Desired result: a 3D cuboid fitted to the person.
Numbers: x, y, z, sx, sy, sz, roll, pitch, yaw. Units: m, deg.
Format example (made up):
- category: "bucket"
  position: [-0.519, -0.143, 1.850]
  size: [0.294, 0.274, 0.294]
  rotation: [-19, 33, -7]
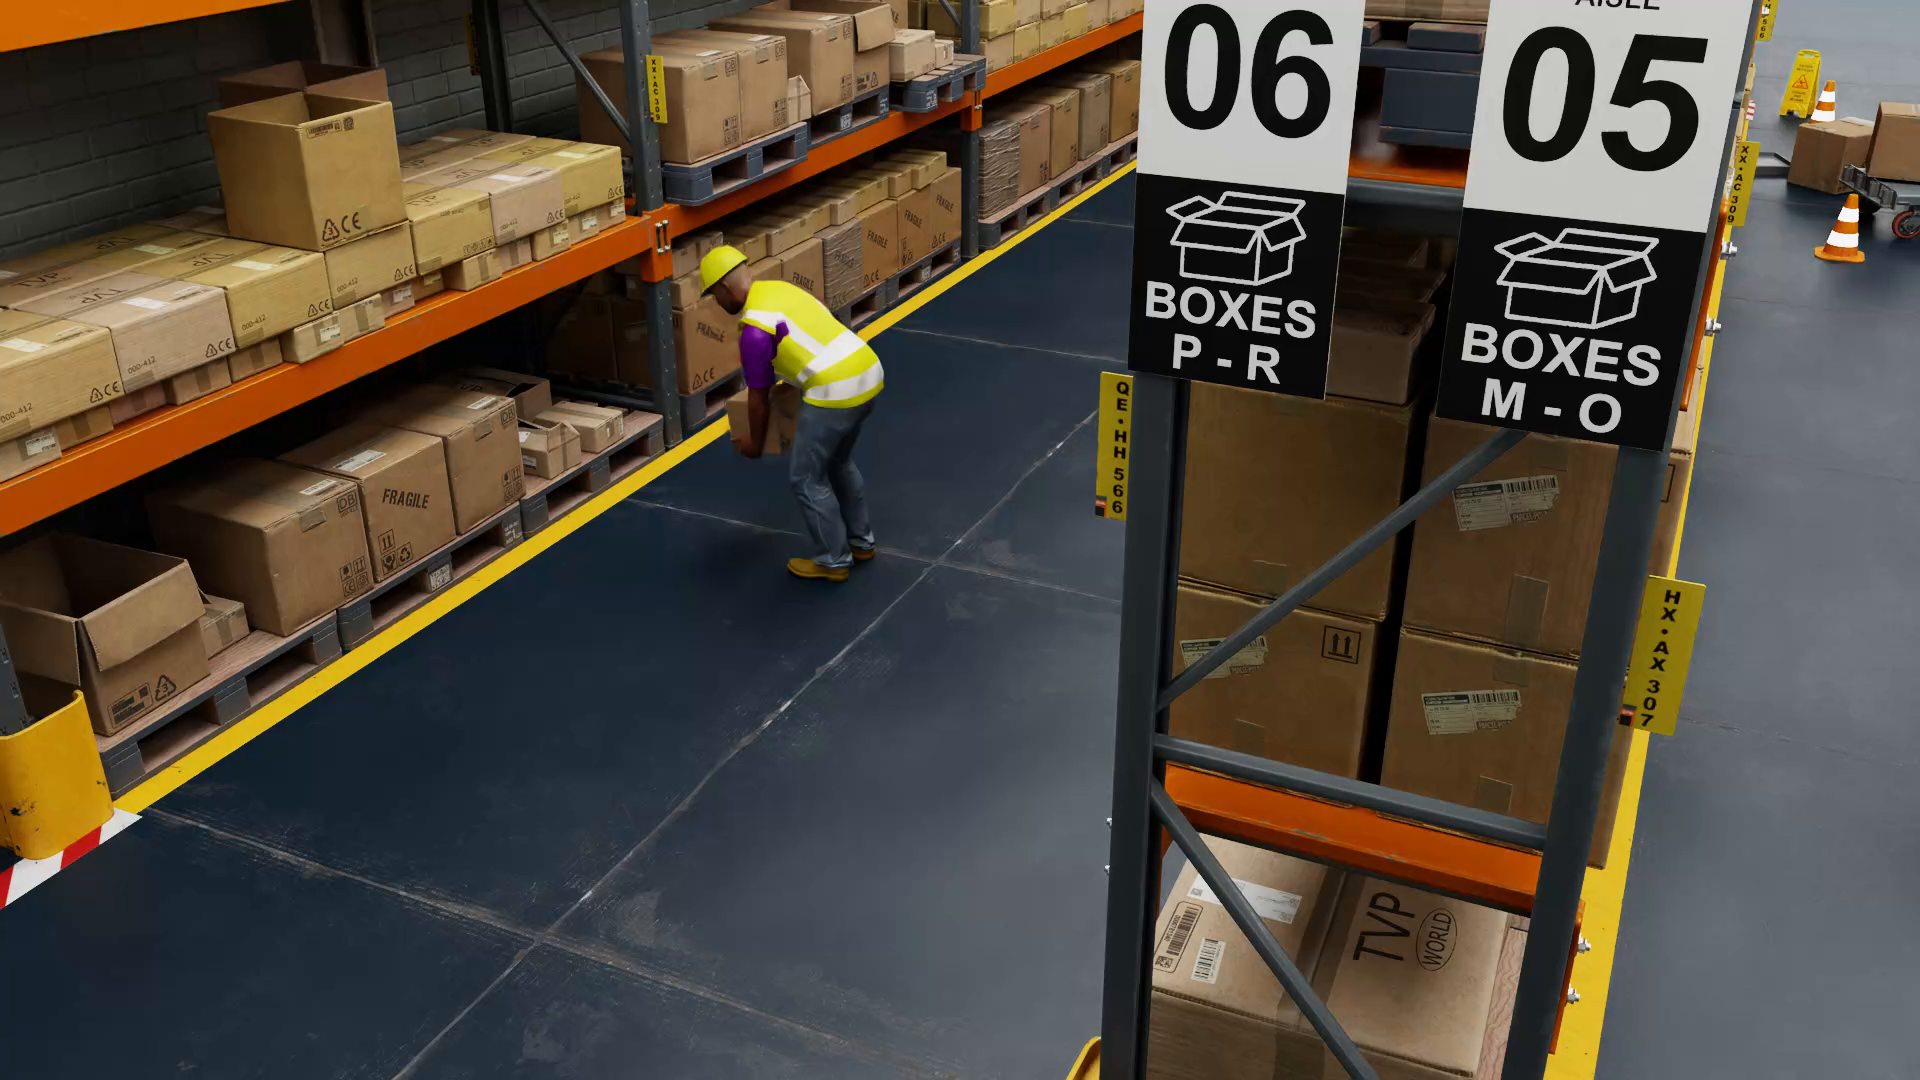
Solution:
- category: "person"
  position: [-0.735, -0.629, 7.555]
  size: [0.749, 1.609, 0.480]
  rotation: [11, 28, 21]
